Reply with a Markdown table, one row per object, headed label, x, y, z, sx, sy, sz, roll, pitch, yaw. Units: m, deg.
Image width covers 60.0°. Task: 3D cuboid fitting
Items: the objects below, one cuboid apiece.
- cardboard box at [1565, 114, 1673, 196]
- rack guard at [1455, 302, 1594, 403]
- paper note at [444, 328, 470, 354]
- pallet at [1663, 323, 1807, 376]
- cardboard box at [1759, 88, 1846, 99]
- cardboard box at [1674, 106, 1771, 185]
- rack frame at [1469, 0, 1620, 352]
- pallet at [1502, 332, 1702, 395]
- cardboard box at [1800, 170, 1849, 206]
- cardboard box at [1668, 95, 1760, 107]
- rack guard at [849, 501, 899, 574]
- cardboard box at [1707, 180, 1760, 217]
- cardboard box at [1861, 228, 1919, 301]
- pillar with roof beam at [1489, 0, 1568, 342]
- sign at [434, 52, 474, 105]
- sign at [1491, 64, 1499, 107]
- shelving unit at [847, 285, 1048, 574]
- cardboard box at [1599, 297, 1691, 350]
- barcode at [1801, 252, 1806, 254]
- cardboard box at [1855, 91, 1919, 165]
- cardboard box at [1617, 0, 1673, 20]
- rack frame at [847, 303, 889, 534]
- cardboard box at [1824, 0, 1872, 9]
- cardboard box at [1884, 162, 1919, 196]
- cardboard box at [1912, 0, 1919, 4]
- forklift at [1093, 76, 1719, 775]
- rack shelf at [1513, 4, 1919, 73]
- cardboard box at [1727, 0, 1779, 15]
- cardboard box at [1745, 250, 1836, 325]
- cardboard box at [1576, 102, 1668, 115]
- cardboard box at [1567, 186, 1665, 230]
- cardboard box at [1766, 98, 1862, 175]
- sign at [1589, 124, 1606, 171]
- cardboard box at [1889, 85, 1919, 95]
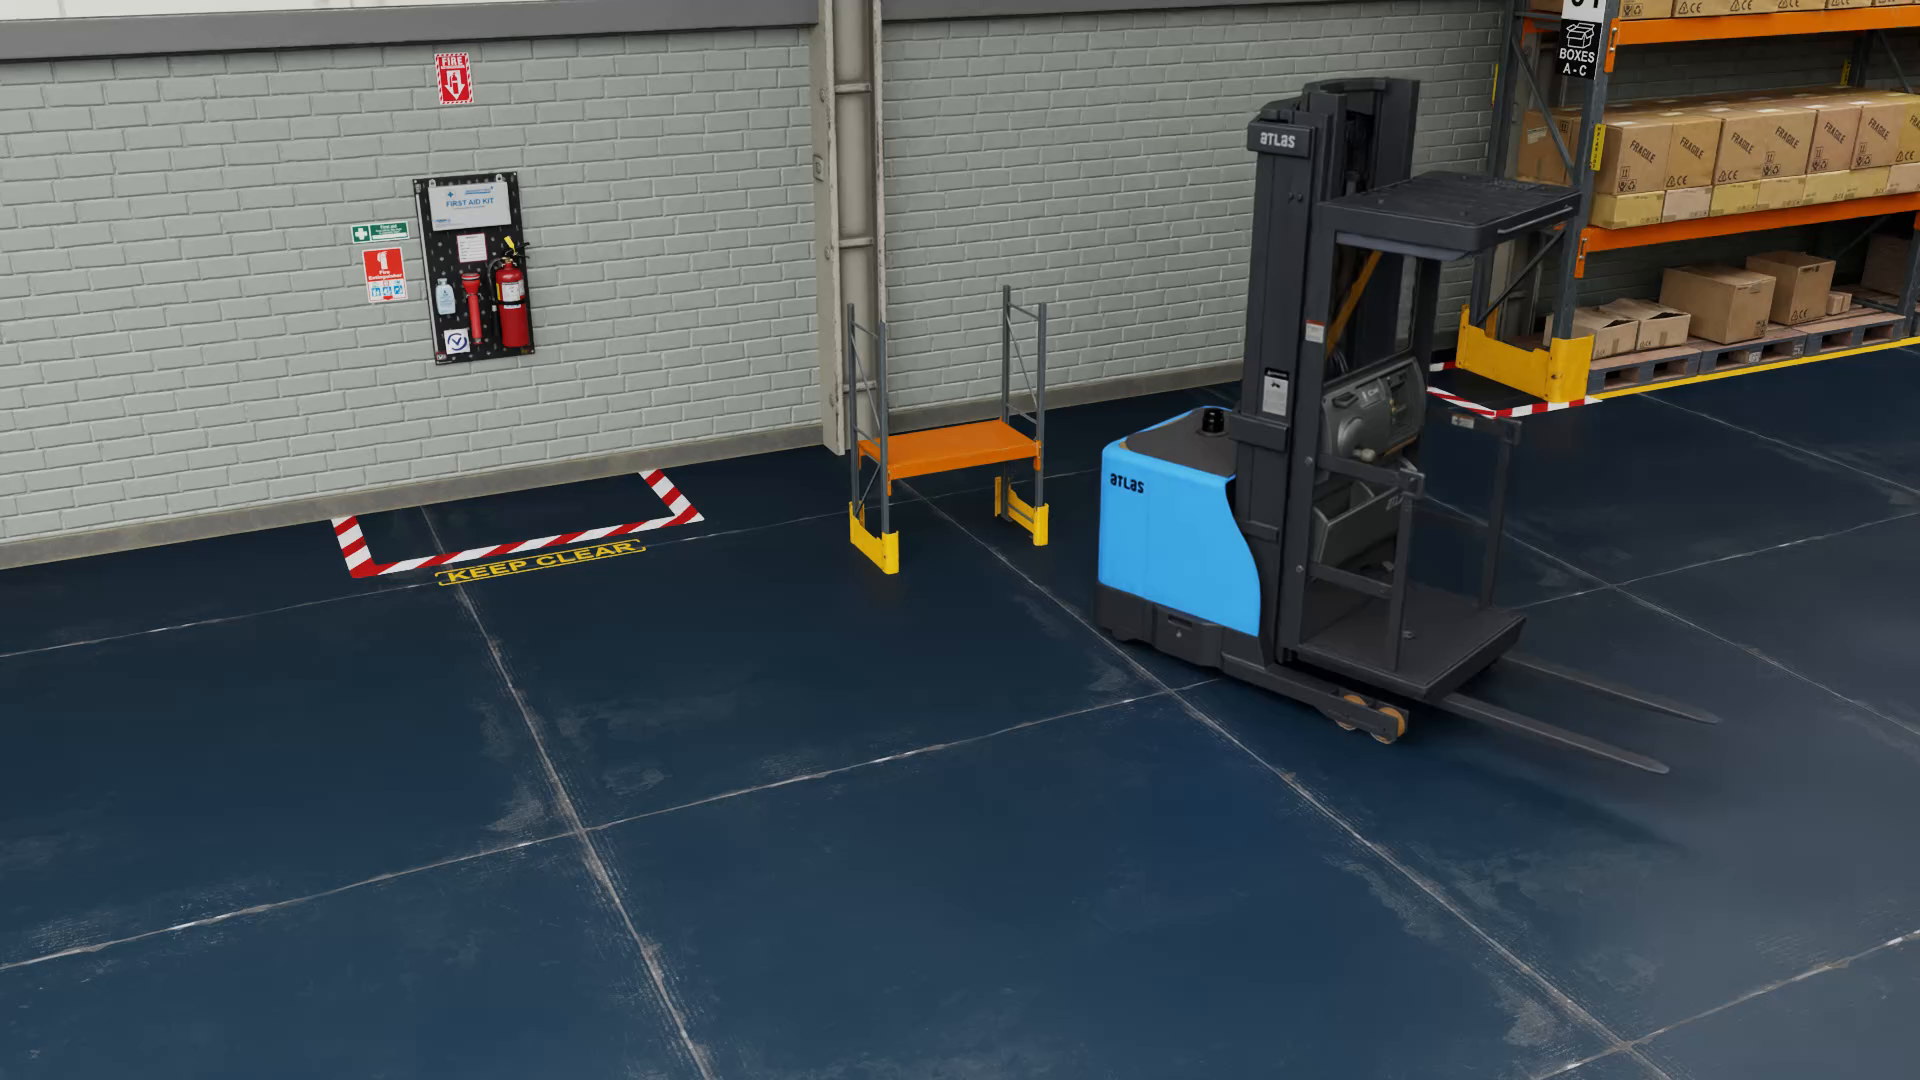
| label | x | y | z | sx | sy | sz | roll | pitch | yaw |
| --- | --- | --- | --- | --- | --- | --- | --- | --- | --- |
| cardboard box | 4.964 | -2.909 | 12.546 | 0.500 | 0.500 | 0.500 | -10 | 25 | -24 |
| rack guard | 4.472 | -1.505 | 13.232 | 0.348 | 0.500 | 1.175 | -10 | 25 | -24 |
| paper note | -3.180 | -1.257 | 10.516 | 0.142 | 0.148 | 0.016 | -10 | 25 | -24 |
| pallet | 6.317 | -1.695 | 14.068 | 1.213 | 0.211 | 1.003 | -10 | 25 | -24 |
| cardboard box | 7.026 | -3.507 | 13.989 | 0.500 | 0.500 | 0.500 | -11 | 25 | -24 |
| cardboard box | 5.882 | -3.071 | 12.937 | 0.500 | 0.500 | 0.500 | -11 | 25 | -25 |
| rack frame | 4.403 | -2.647 | 12.723 | 0.127 | 3.000 | 1.000 | -10 | 25 | -24 |
| pallet | 5.219 | -1.494 | 13.583 | 1.213 | 0.211 | 1.003 | -10 | 25 | -24 |
| cardboard box | 6.813 | -2.899 | 13.502 | 0.500 | 0.250 | 0.500 | -11 | 25 | -24 |
| cardboard box | 6.111 | -3.336 | 13.577 | 0.500 | 0.500 | 0.500 | -10 | 25 | -23 |
| rack guard | -0.517 | -0.020 | 9.972 | 0.087 | 0.250 | 0.587 | -10 | 25 | -24 |
| cardboard box | 5.904 | -2.732 | 13.098 | 0.500 | 0.250 | 0.500 | -11 | 25 | -24 |
| cardboard box | 8.664 | -2.487 | 15.029 | 0.500 | 0.500 | 0.700 | -10 | 24 | -22 |
| pillar with roof beam | 6.526 | -4.350 | 8.992 | 0.400 | 9.000 | 9.100 | -10 | 25 | -24 |
| sign | -3.041 | -2.773 | 9.997 | 0.199 | 0.298 | 0.001 | -10 | 25 | -24 |
| sign | 4.181 | -3.523 | 12.911 | 0.005 | 0.325 | 0.100 | -10 | 25 | -24 |
| shelving unit | -0.069 | -0.680 | 9.933 | 1.083 | 1.500 | 0.587 | -10 | 25 | -24 |
| cardboard box | 5.579 | -1.786 | 13.584 | 0.500 | 0.311 | 0.500 | -8 | 24 | -19 |
| barcode | 7.417 | -2.500 | 14.642 | 0.075 | 0.075 | 0.001 | -10 | 25 | -24 |
| cardboard box | 7.716 | -3.412 | 13.761 | 0.500 | 0.500 | 0.500 | -10 | 25 | -24 |
| cardboard box | 4.813 | -4.058 | 12.052 | 0.500 | 0.500 | 0.500 | -10 | 24 | -22 |
| rack frame | -0.535 | -0.595 | 9.725 | 0.032 | 1.500 | 0.500 | -10 | 25 | -24 |
| cardboard box | 6.716 | -4.399 | 12.876 | 0.500 | 0.500 | 0.500 | -11 | 25 | -26 |
| cardboard box | 7.712 | -3.068 | 13.909 | 0.500 | 0.250 | 0.500 | -10 | 25 | -23 |
| cardboard box | 7.657 | -4.583 | 13.320 | 0.500 | 0.500 | 0.500 | -10 | 24 | -22 |
| forklift | 2.156 | -0.614 | 7.902 | 3.031 | 2.935 | 1.130 | 19 | 29 | 38 |
| rack shelf | 6.205 | -4.032 | 13.089 | 4.000 | 0.370 | 1.077 | -10 | 25 | -24 |
| cardboard box | 5.779 | -4.222 | 12.449 | 0.500 | 0.500 | 0.500 | -9 | 24 | -21 |
| cardboard box | 7.090 | -2.173 | 14.271 | 0.500 | 0.500 | 0.500 | -12 | 26 | -28 |
| cardboard box | 5.194 | -3.165 | 13.164 | 0.500 | 0.500 | 0.500 | -10 | 25 | -23 |
| cardboard box | 4.981 | -2.559 | 12.679 | 0.500 | 0.250 | 0.500 | -11 | 25 | -25 |
| cardboard box | 6.810 | -3.248 | 13.363 | 0.500 | 0.500 | 0.500 | -11 | 25 | -25 |
| sign | 4.639 | -2.860 | 12.106 | 0.005 | 0.325 | 0.100 | -10 | 25 | -24 |
| cardboard box | 8.481 | -3.633 | 14.398 | 0.500 | 0.500 | 0.700 | -10 | 25 | -23 |
